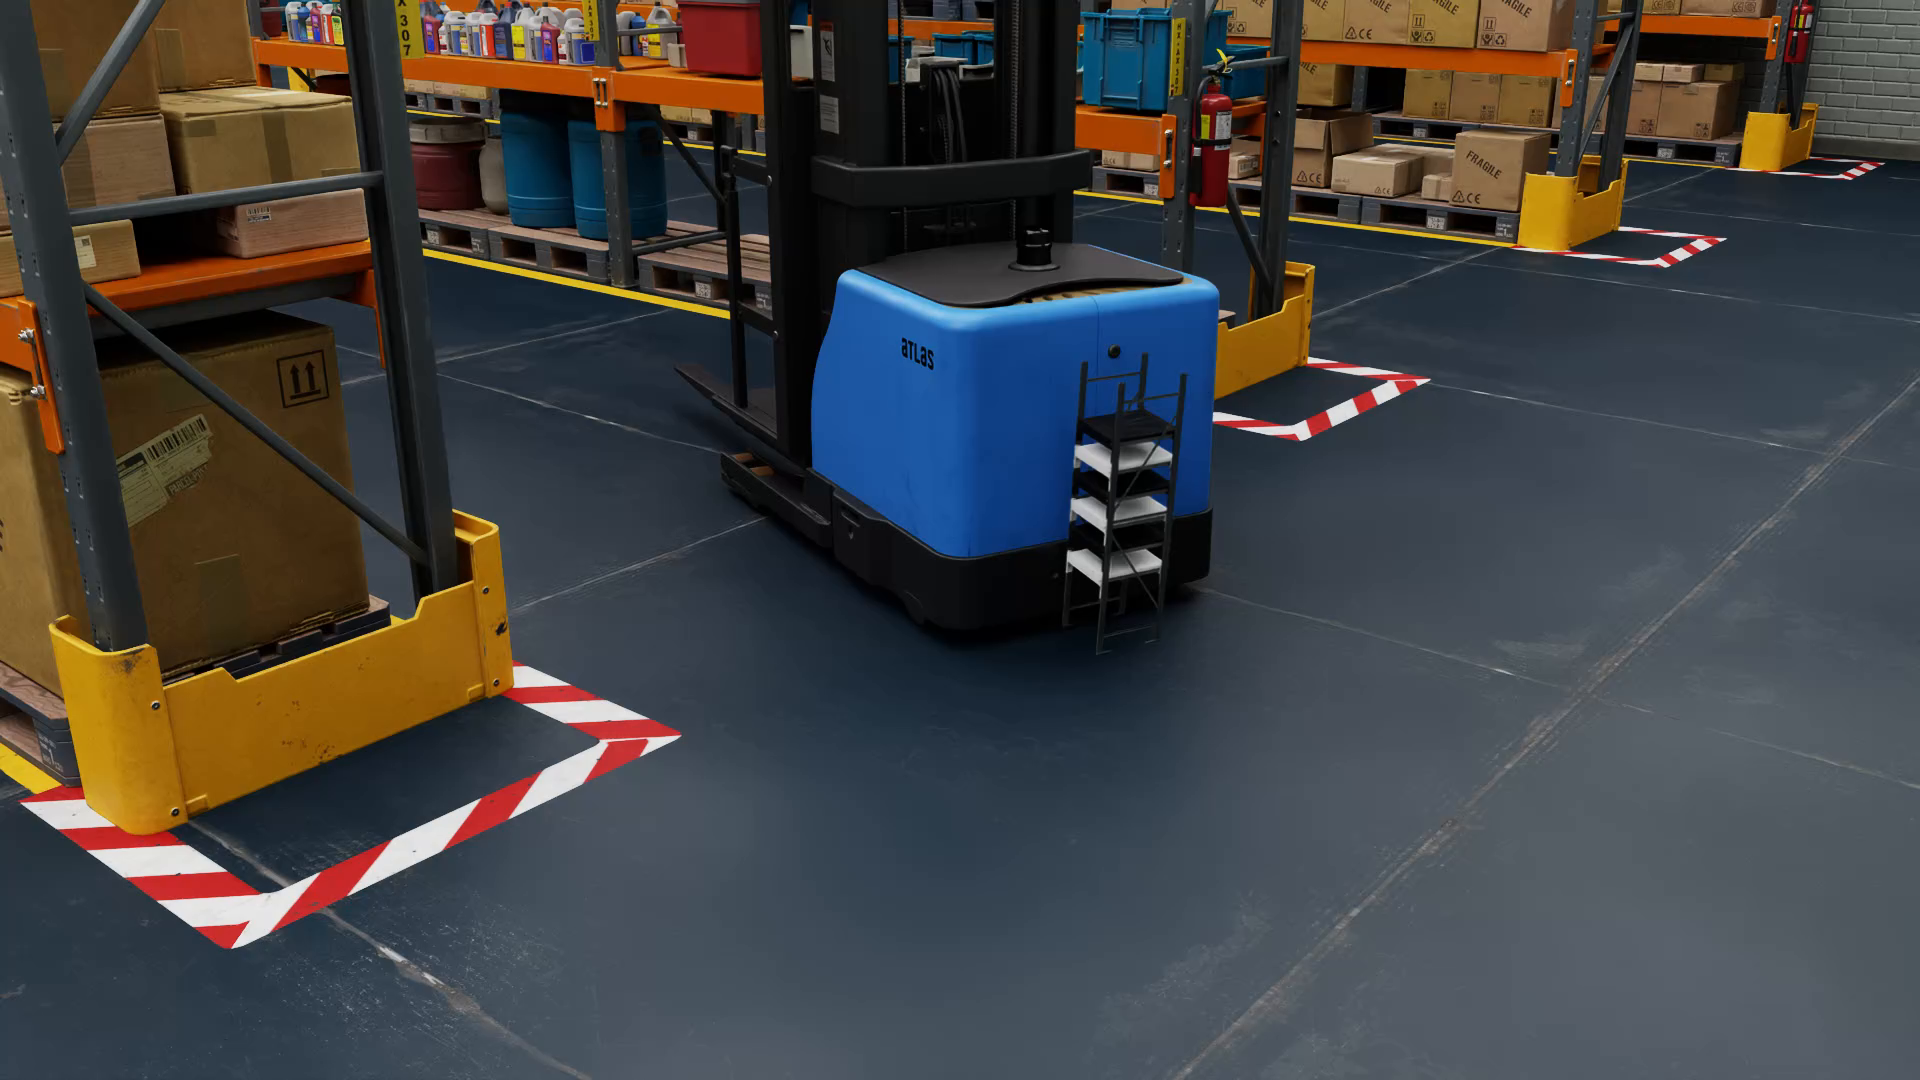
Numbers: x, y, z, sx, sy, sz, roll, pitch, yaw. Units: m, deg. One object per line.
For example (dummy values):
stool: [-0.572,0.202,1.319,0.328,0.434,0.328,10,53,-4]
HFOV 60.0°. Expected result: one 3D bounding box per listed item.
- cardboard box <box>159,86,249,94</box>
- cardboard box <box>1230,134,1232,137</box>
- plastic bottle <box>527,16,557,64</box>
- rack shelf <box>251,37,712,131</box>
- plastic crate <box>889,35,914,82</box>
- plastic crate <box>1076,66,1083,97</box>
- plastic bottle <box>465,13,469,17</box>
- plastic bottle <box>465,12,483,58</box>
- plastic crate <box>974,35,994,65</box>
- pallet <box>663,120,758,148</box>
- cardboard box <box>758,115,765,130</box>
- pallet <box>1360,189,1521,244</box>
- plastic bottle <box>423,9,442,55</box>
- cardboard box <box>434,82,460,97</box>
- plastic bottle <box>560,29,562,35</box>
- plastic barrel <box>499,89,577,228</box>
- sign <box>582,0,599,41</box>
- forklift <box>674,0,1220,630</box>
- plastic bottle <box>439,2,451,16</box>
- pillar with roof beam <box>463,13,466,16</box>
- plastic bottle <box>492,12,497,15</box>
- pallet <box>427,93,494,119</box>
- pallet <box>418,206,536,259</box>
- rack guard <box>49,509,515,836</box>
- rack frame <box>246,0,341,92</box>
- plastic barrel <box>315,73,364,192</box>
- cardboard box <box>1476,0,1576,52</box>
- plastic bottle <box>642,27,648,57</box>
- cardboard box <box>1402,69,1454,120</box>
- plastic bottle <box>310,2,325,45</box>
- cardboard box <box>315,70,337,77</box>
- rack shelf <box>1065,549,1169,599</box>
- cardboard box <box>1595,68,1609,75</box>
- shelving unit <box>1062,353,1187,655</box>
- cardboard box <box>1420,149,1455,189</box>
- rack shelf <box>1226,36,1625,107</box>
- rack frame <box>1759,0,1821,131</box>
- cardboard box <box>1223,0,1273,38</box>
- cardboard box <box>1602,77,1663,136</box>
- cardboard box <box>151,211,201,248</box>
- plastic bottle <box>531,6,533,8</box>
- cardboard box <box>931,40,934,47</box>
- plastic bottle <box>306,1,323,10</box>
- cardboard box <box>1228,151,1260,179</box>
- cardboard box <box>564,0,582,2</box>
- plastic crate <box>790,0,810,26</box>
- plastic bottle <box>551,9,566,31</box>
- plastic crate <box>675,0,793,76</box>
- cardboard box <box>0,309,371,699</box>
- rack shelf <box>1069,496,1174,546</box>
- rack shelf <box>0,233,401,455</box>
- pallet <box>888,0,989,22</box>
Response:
cardboard box: [-2.445,-1.216,4.933,0.500,0.250,0.500,16,26,36]
cardboard box: [1.951,-3.438,13.954,0.500,0.500,0.500,16,26,36]
plastic bottle: [-2.597,-3.121,10.370,0.135,0.276,0.152,16,26,36]
rack shelf: [-3.354,-3.208,11.444,4.000,0.370,1.077,16,26,36]
plastic crate: [-0.458,-2.544,8.815,0.300,0.233,0.416,16,26,36]
plastic crate: [0.548,-2.243,8.154,0.243,0.136,0.396,16,26,36]
plastic bottle: [-3.535,-3.690,11.984,0.097,0.201,0.097,0,21,0]
plastic bottle: [-3.092,-3.264,10.748,0.135,0.276,0.152,16,26,36]
plastic crate: [0.292,-2.595,8.950,0.300,0.233,0.416,16,26,36]
pallet: [-2.381,-4.234,17.096,1.213,0.211,1.003,16,26,36]
cardboard box: [-1.596,-4.201,15.975,0.500,0.500,0.500,17,27,38]
pallet: [3.752,-2.449,12.363,1.213,0.211,1.003,16,26,36]
plastic bottle: [-3.480,-3.358,10.988,0.133,0.283,0.061,16,26,36]
cardboard box: [-5.746,-5.304,19.285,0.500,0.250,0.500,16,26,36]
plastic bottle: [-2.486,-3.070,10.339,0.097,0.201,0.097,0,21,0]
plastic barrel: [-2.763,-2.597,11.183,0.708,0.901,0.600,16,26,36]
sign: [-2.153,-3.078,9.687,0.005,0.325,0.100,16,26,36]
forklift: [-0.300,-1.564,6.161,1.130,2.935,3.031,-11,23,-27]
plastic bottle: [-3.762,-3.788,12.144,0.097,0.271,0.097,0,21,0]
pillar with roof beam: [-11.118,-11.533,23.998,0.400,9.000,9.100,16,26,36]
plastic bottle: [-3.027,-3.300,10.851,0.097,0.271,0.097,0,21,0]
pallet: [-5.457,-5.121,19.448,1.213,0.211,1.003,16,26,36]
pallet: [-3.325,-2.249,11.834,1.213,0.211,1.003,16,26,36]
rack guard: [-1.818,0.323,4.603,0.348,0.500,1.175,16,26,36]
rack frame: [-4.903,-3.991,12.500,0.127,3.000,1.000,16,26,36]
plastic barrel: [-4.513,-3.067,12.532,0.708,0.830,0.600,16,26,36]
cardboard box: [3.911,-3.632,11.405,0.500,0.500,0.500,17,27,38]
plastic bottle: [-2.023,-3.254,10.829,0.097,0.201,0.097,0,21,0]
cardboard box: [4.975,-4.639,17.165,0.500,0.500,0.700,16,26,37]
plastic bottle: [-4.546,-3.666,11.803,0.133,0.283,0.061,16,26,36]
cardboard box: [-7.691,-5.858,20.754,0.500,0.250,0.500,16,26,36]
rack shelf: [0.493,0.087,5.244,0.258,0.077,0.200,-11,28,-26]
cardboard box: [6.393,-4.626,16.211,0.250,0.149,0.380,17,26,37]
shelving unit: [0.502,-0.107,5.154,0.258,0.900,0.210,-11,28,-26]
cardboard box: [3.800,-2.789,12.586,0.500,0.250,0.500,16,26,36]
rack shelf: [2.880,-3.669,12.666,4.000,0.370,1.077,16,26,36]
rack frame: [7.559,-4.914,14.949,0.127,3.000,1.000,16,26,36]
cardboard box: [2.338,-4.085,12.607,0.500,0.500,0.500,16,26,36]
cardboard box: [6.566,-4.182,15.953,0.500,0.500,0.700,16,26,36]
cardboard box: [-2.103,-0.961,4.821,0.250,0.149,0.380,16,26,36]
plastic bottle: [-2.967,-3.559,11.537,0.097,0.271,0.097,0,21,0]
cardboard box: [0.042,-6.132,21.096,0.500,0.500,0.700,16,26,36]
plastic bottle: [-4.676,-3.790,12.142,0.135,0.276,0.152,16,26,36]
cardboard box: [2.196,-2.989,13.235,0.250,0.166,0.380,16,26,36]
cardboard box: [-3.874,-5.990,17.659,0.500,0.500,0.500,18,27,40]
plastic crate: [-1.227,-3.108,10.097,0.575,0.384,0.392,16,26,36]
plastic bottle: [-2.735,-3.413,11.143,0.135,0.276,0.152,16,26,36]
plastic crate: [-1.271,-2.889,9.402,0.583,0.464,0.402,16,26,36]
cardboard box: [-2.383,-0.175,4.798,0.875,0.875,0.875,16,26,36]
rack shelf: [0.501,-0.077,5.168,0.258,0.077,0.200,-11,28,-26]
rack shelf: [-3.386,-0.962,5.487,4.000,0.370,1.077,16,26,36]
pallet: [-0.259,-4.822,14.975,1.213,0.211,1.003,16,26,36]
